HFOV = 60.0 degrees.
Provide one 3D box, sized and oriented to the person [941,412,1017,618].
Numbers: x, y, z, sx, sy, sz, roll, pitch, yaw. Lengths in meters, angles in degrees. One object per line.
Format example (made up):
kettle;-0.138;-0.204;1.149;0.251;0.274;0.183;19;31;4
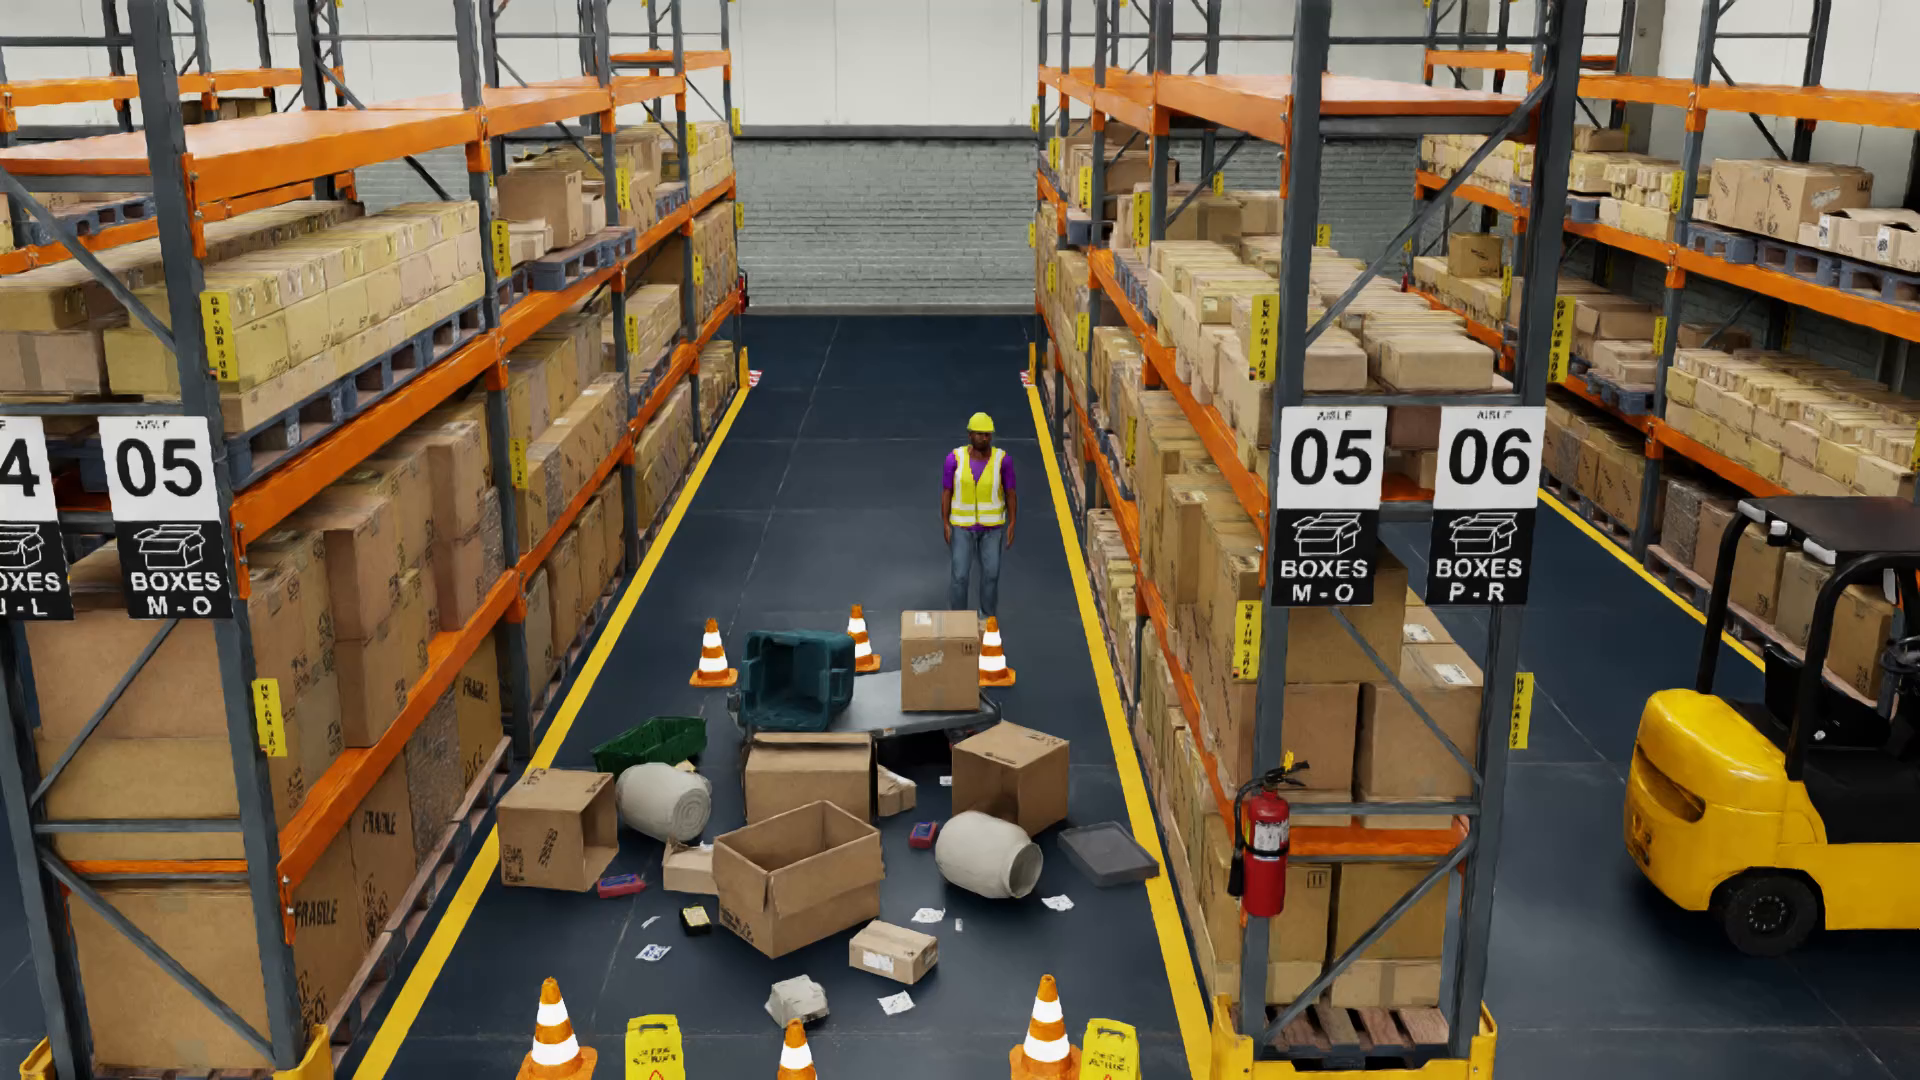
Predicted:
person;0.147;-0.109;12.857;0.586;1.768;0.426;0;17;0
